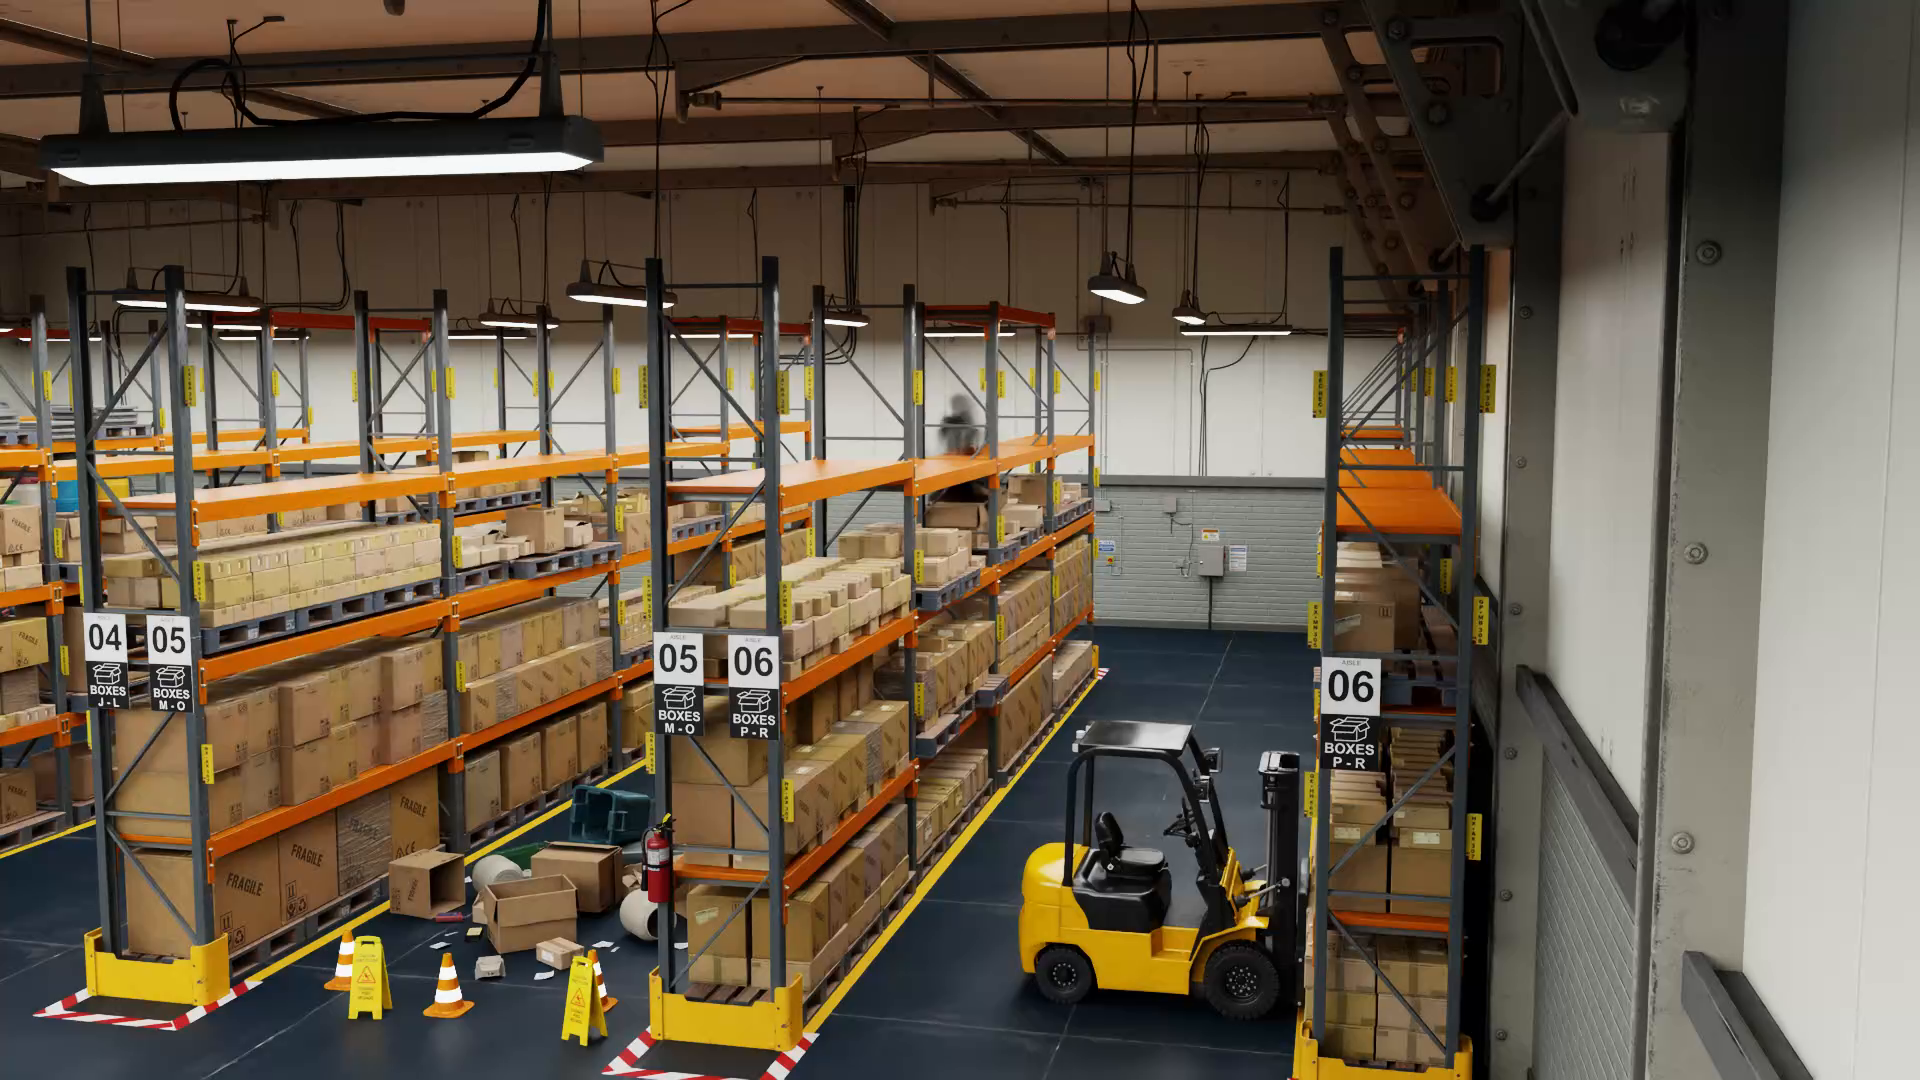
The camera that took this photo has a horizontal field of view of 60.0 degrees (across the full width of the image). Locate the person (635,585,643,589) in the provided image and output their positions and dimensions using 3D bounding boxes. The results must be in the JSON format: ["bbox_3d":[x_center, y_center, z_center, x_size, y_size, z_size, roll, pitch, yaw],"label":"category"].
[{"bbox_3d":[-5.316,1.550,27.678,0.516,1.614,0.694,1,6,12],"label":"person"}]
